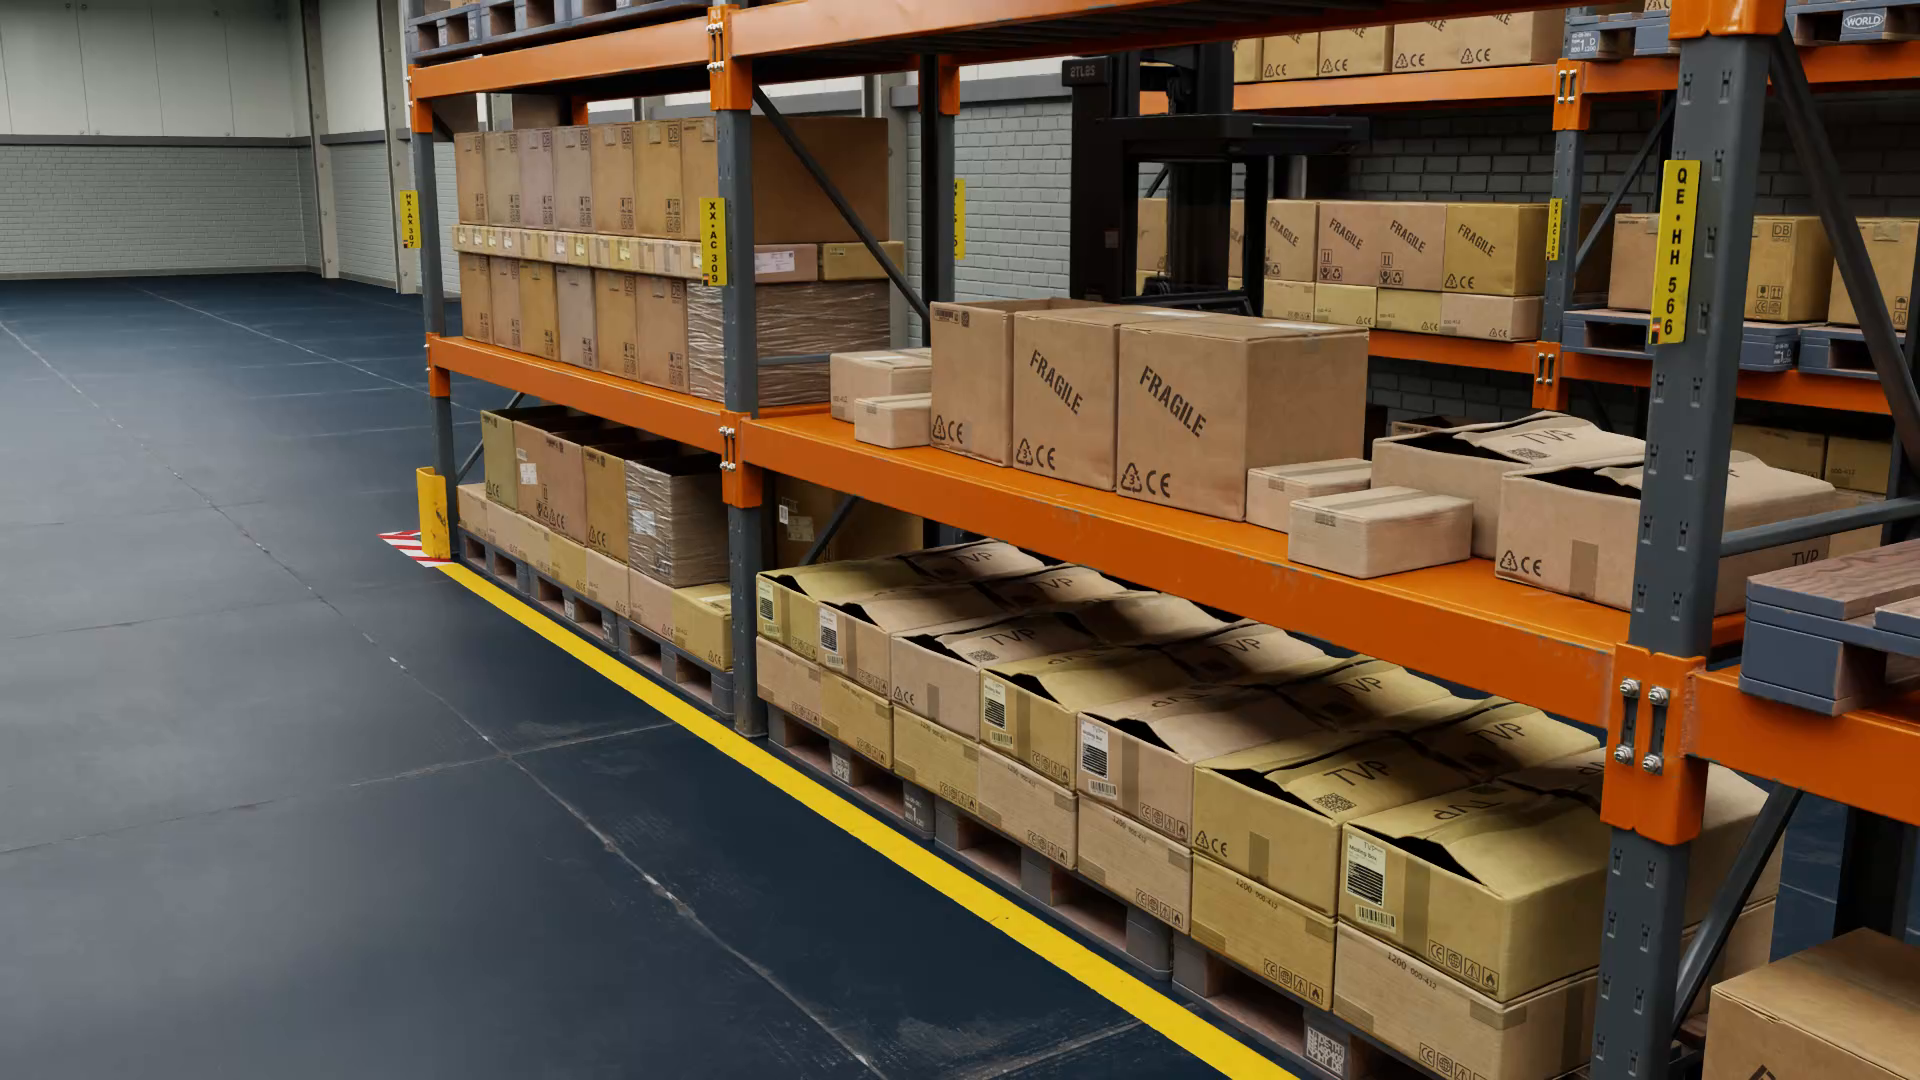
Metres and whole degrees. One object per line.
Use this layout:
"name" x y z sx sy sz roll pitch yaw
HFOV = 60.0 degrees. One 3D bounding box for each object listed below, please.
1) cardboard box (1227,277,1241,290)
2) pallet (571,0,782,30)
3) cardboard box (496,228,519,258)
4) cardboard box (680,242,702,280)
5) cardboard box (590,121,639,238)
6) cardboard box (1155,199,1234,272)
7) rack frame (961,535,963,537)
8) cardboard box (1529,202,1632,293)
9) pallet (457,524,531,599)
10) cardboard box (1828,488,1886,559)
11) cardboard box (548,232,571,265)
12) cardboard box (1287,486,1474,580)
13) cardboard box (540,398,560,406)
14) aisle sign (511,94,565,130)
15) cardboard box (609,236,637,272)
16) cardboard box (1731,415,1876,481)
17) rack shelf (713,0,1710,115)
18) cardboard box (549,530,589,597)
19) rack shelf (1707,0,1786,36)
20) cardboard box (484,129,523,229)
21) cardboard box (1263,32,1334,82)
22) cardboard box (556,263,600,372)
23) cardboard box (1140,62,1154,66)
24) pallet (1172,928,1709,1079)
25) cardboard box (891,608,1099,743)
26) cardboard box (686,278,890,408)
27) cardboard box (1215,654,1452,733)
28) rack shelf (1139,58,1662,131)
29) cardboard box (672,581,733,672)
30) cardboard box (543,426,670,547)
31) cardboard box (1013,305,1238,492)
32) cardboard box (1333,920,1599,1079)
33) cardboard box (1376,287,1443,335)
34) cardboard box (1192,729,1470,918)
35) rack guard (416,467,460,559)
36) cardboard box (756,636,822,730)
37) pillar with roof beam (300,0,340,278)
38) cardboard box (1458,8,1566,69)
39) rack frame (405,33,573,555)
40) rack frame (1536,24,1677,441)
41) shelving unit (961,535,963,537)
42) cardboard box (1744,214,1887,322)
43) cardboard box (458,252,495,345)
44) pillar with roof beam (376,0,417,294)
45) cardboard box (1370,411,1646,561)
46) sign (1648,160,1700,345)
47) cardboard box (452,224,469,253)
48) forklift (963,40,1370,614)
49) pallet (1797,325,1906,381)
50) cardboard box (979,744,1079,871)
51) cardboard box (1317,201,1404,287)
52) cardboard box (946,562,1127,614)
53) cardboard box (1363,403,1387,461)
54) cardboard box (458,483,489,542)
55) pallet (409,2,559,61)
"cardboard box" 2.019 -1.658 11.226 0.500 0.250 0.500 -8 15 -34
"pallet" -0.963 -2.300 7.044 1.003 0.211 1.213 -8 15 -33
"cardboard box" -2.224 -1.575 8.790 0.380 0.149 0.250 -8 15 -34
"cardboard box" -0.933 -1.162 6.903 0.380 0.149 0.250 -8 15 -34
"cardboard box" -1.278 -1.669 7.702 0.700 0.500 0.500 -8 15 -33
"cardboard box" 1.716 -2.121 11.588 0.500 0.500 0.500 -8 15 -33
"rack frame" -0.043 -0.600 10.297 0.240 1.200 0.015 -8 15 -33
"cardboard box" 3.566 -1.727 9.789 0.500 0.500 0.500 -9 15 -34
"pallet" -2.227 0.052 9.627 1.003 0.211 1.213 -8 15 -33
"cardboard box" 4.652 0.000 8.160 0.700 0.500 0.500 -8 15 -32
"cardboard box" -1.796 -1.438 8.162 0.380 0.149 0.250 -8 15 -32
"cardboard box" 1.019 -0.022 4.031 0.380 0.149 0.250 -8 15 -33
"cardboard box" -2.140 -0.609 9.822 0.500 0.500 0.500 -8 15 -33
"aisle sign" -2.477 -2.757 9.863 0.394 0.787 0.004 -8 15 -33
"cardboard box" -1.360 -1.299 7.529 0.380 0.149 0.250 -8 15 -33
"cardboard box" 4.321 -0.470 8.554 0.500 0.250 0.500 -8 15 -34
"rack shelf" 0.639 -1.488 4.805 1.077 0.370 4.000 -8 15 -33
"cardboard box" -1.744 0.086 8.400 0.500 0.250 0.500 -8 15 -33
"rack shelf" 2.855 -0.776 1.552 1.077 0.370 4.000 -8 15 -33
"cardboard box" -2.112 -1.937 8.925 0.700 0.500 0.500 -9 15 -34
"cardboard box" 2.287 -3.178 10.572 0.500 0.500 0.500 -7 14 -29
"cardboard box" -1.577 -1.130 8.274 0.700 0.500 0.500 -8 14 -31
"cardboard box" 1.414 -3.463 11.872 0.500 0.500 0.500 -8 14 -31
"pallet" 1.323 1.193 4.411 1.003 0.211 1.213 -8 15 -33
"cardboard box" 0.113 0.419 5.563 0.500 0.311 0.500 -9 15 -35
"cardboard box" -0.720 -0.856 7.022 0.700 0.500 0.500 -9 15 -34
"cardboard box" 1.123 0.535 5.035 0.500 0.311 0.500 -9 15 -34
"rack shelf" 2.545 -2.786 10.743 1.077 0.370 4.000 -8 15 -33
"cardboard box" -0.908 0.352 7.183 0.500 0.250 0.500 -8 15 -33
"cardboard box" -1.744 -0.280 8.320 0.500 0.500 0.500 -8 15 -33
"cardboard box" 0.512 -0.457 5.196 0.500 0.500 0.500 -8 15 -33
"cardboard box" 1.253 1.055 3.967 0.500 0.250 0.500 -8 15 -31
"cardboard box" 2.869 -1.391 10.005 0.500 0.250 0.500 -8 15 -33
"cardboard box" 0.959 0.691 4.323 0.500 0.311 0.500 -8 15 -34
"rack guard" -2.699 -0.224 10.215 1.175 0.500 0.348 -8 15 -33
"cardboard box" -0.452 0.510 6.462 0.500 0.250 0.500 -9 15 -34
"pillar with roof beam" -17.661 -9.762 33.939 9.100 9.000 0.400 -8 15 -33
"cardboard box" 3.166 -2.901 9.306 0.500 0.500 0.500 -8 14 -31
"rack frame" -2.685 -1.441 9.929 1.000 3.000 0.127 -8 15 -33
"rack frame" 3.653 -1.316 9.360 1.000 3.000 0.127 -8 15 -33
"shelving unit" 0.092 -0.557 10.099 0.258 1.200 0.503 -8 15 -33
"cardboard box" 4.210 -1.385 8.411 0.700 0.500 0.500 -6 14 -27
"cardboard box" -2.437 -1.405 9.531 0.700 0.500 0.500 -8 15 -33
"pillar with roof beam" -14.337 -8.695 29.059 9.100 9.000 0.400 -8 15 -33
"cardboard box" 1.413 -0.156 4.264 0.500 0.311 0.500 -8 15 -33
"sign" 1.287 -0.517 2.996 0.100 0.325 0.005 -8 15 -33
"cardboard box" -2.647 -1.711 9.413 0.380 0.149 0.250 -8 15 -33
"forklift" 1.331 -1.080 8.440 1.130 2.935 3.031 -10 16 -38
"pallet" 4.738 -0.858 7.715 1.003 0.211 1.213 -8 15 -33
"cardboard box" 0.401 0.783 5.212 0.500 0.250 0.500 -8 15 -32
"cardboard box" 2.582 -1.846 10.329 0.500 0.500 0.500 -9 15 -34
"cardboard box" 0.287 0.265 6.271 0.500 0.311 0.500 -8 14 -31
"cardboard box" 2.426 -0.650 11.134 0.700 0.500 0.500 -9 15 -36
"cardboard box" -2.573 -0.181 9.621 0.500 0.250 0.500 -8 15 -33
"pallet" -2.315 -2.734 9.029 1.003 0.211 1.213 -8 15 -33
